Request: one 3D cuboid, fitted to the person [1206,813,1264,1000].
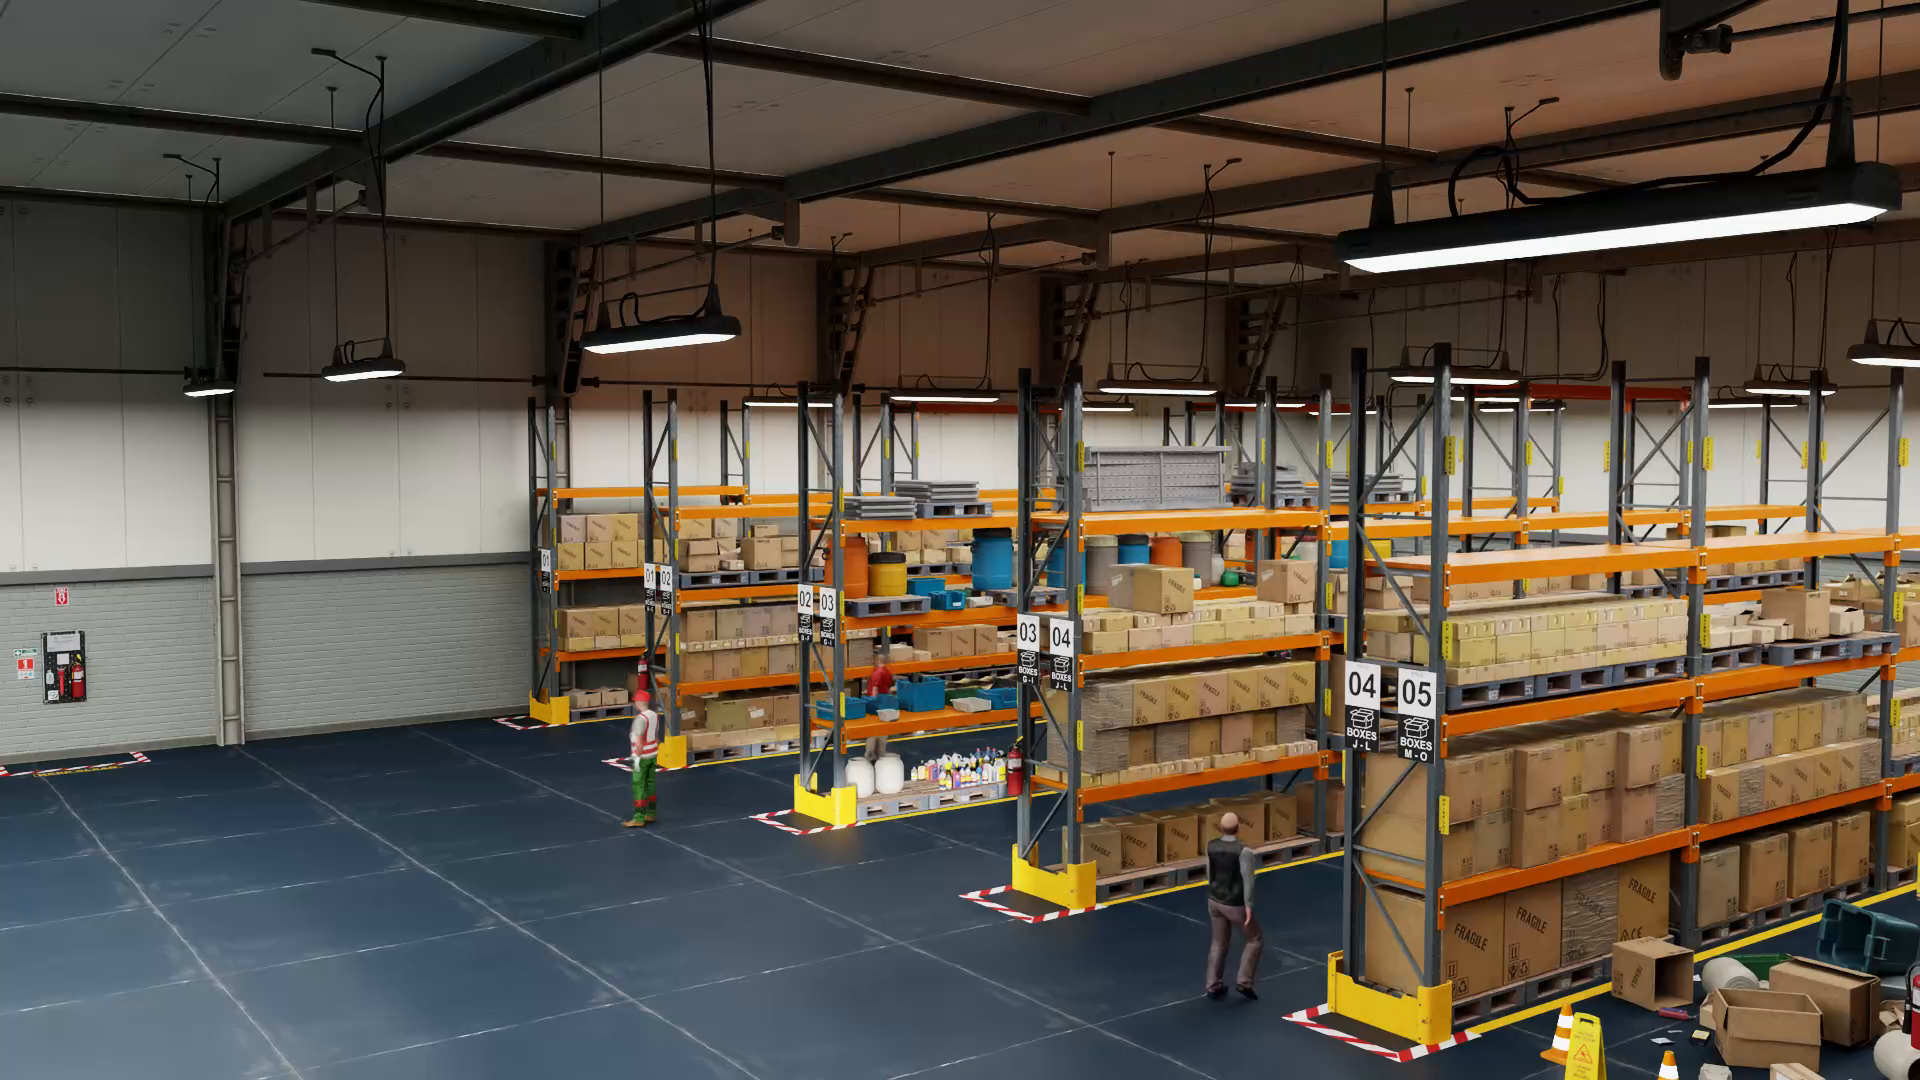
[{"bbox_3d":[2.533,3.406,15.402,0.518,1.773,0.568,-2,4,-31],"label":"person"}]

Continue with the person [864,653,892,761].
[{"bbox_3d":[-1.360,2.726,26.919,0.387,1.769,0.659,2,4,30],"label":"person"}]

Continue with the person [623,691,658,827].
[{"bbox_3d":[-4.303,2.936,22.488,0.401,1.788,0.625,1,4,17],"label":"person"}]
